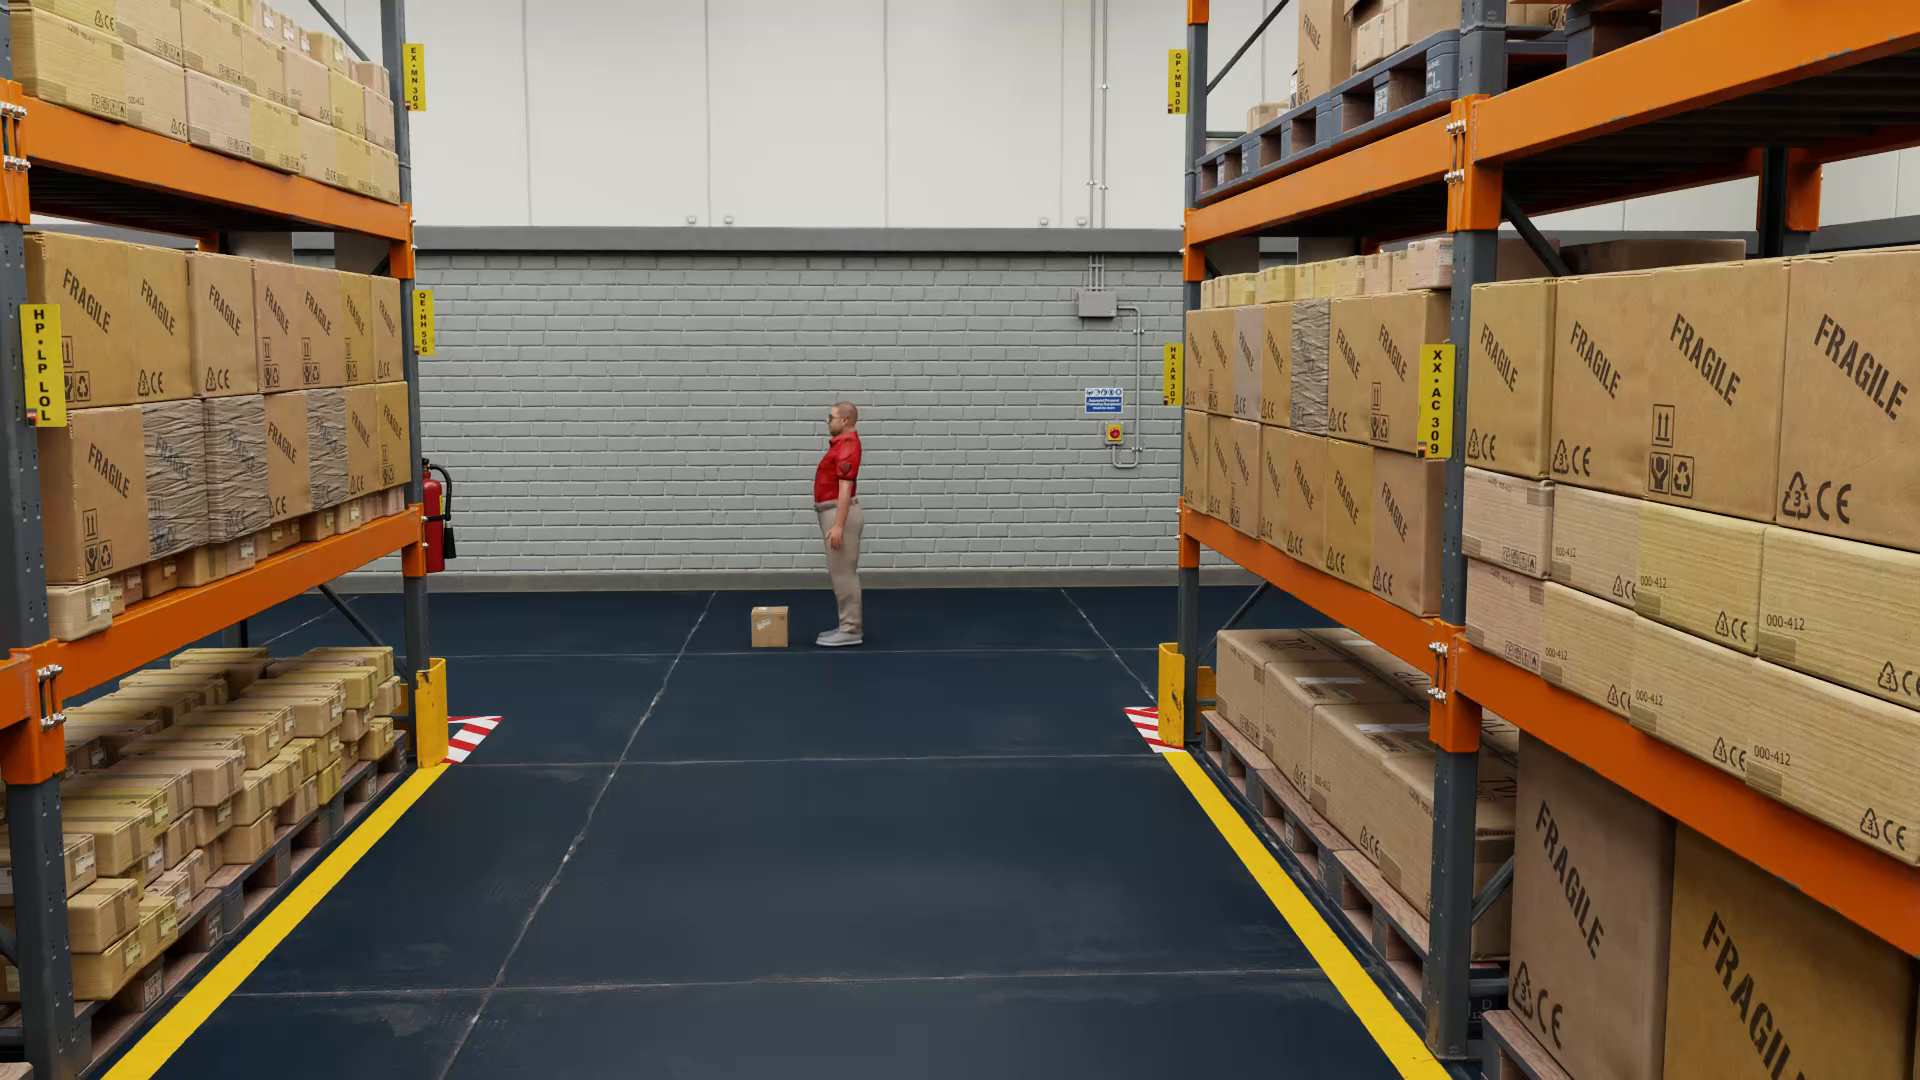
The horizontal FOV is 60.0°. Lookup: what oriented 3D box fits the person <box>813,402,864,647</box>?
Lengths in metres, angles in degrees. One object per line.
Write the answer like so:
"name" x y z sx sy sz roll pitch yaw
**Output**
"person" -0.867 -0.112 11.789 0.352 1.736 0.533 0 7 -3
